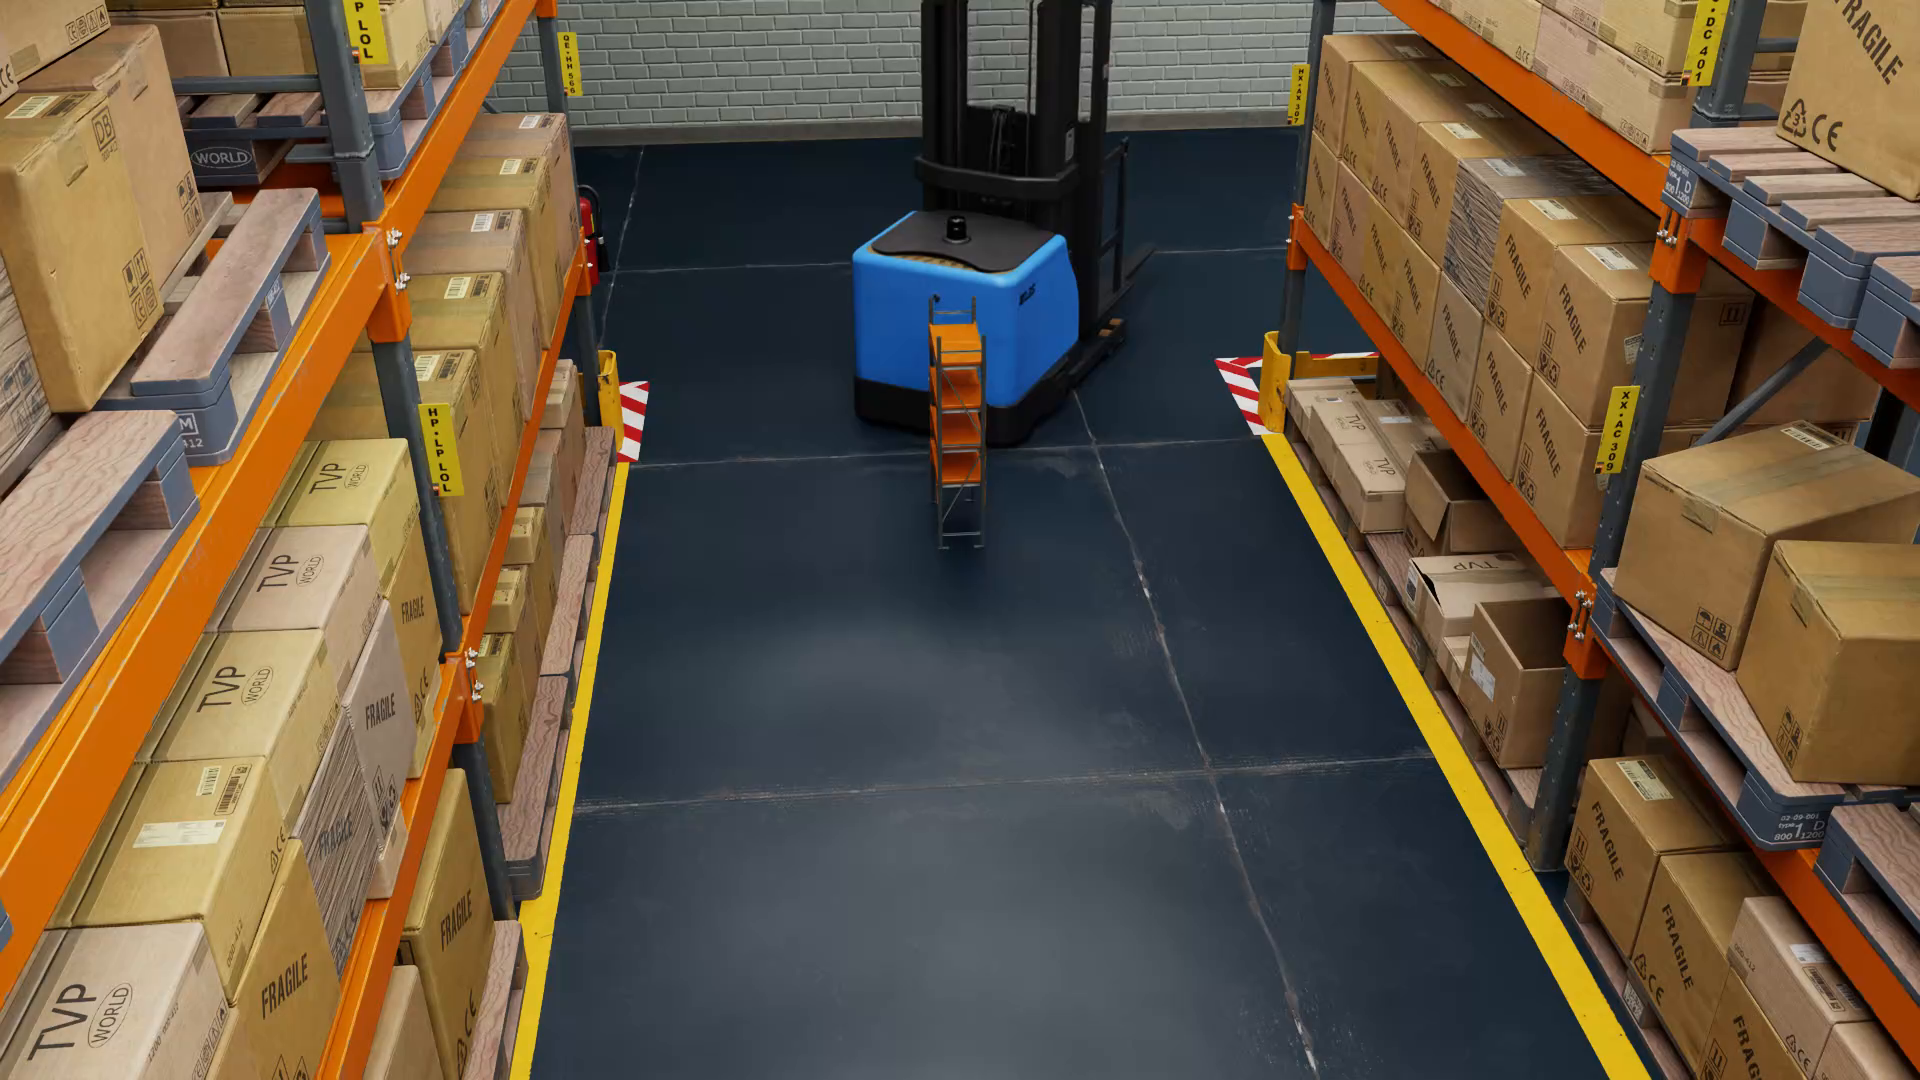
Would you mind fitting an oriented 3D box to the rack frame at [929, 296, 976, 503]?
[{"bbox_3d":[-0.038,-0.724,8.792,0.240,1.200,0.015,-3,31,-5],"label":"rack frame"}]

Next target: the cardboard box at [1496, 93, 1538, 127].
[{"bbox_3d":[2.797,-1.805,7.774,0.500,0.500,0.500,-2,31,-3],"label":"cardboard box"}]

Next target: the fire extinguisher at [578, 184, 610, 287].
[{"bbox_3d":[-2.106,-1.736,9.170,0.296,0.674,0.183,-3,31,-5],"label":"fire extinguisher"}]

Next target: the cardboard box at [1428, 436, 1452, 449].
[{"bbox_3d":[2.735,-0.325,8.622,0.500,0.250,0.500,-3,31,-5],"label":"cardboard box"}]

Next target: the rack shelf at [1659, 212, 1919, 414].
[{"bbox_3d":[2.941,0.015,3.576,1.077,0.370,4.000,-3,31,-5],"label":"rack shelf"}]

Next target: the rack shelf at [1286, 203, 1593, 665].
[{"bbox_3d":[2.567,-0.739,7.764,1.077,0.370,4.000,-3,31,-5],"label":"rack shelf"}]

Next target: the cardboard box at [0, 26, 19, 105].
[{"bbox_3d":[-2.160,-0.893,3.136,0.500,0.250,0.500,-4,31,-6],"label":"cardboard box"}]

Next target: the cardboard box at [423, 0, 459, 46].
[{"bbox_3d":[-2.013,-1.861,5.654,0.500,0.250,0.500,-3,31,-6],"label":"cardboard box"}]

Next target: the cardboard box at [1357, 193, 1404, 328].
[{"bbox_3d":[2.257,-1.353,7.993,0.500,0.500,0.500,-3,31,-5],"label":"cardboard box"}]

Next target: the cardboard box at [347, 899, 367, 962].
[{"bbox_3d":[-1.798,0.993,4.388,0.380,0.149,0.250,-3,31,-5],"label":"cardboard box"}]

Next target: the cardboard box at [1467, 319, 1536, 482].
[{"bbox_3d":[2.402,-0.576,6.692,0.500,0.500,0.500,-2,31,-3],"label":"cardboard box"}]

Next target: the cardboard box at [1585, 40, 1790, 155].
[{"bbox_3d":[2.444,-1.486,5.534,0.500,0.250,0.500,-3,31,-5],"label":"cardboard box"}]

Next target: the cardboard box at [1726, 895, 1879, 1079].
[{"bbox_3d":[2.650,1.305,4.918,0.500,0.250,0.500,-3,31,-4],"label":"cardboard box"}]

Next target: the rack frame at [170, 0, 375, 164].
[{"bbox_3d":[-2.178,-2.363,3.931,1.000,3.000,0.127,-3,31,-5],"label":"rack frame"}]

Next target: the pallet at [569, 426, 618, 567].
[{"bbox_3d":[-2.399,-0.228,8.926,1.003,0.211,1.213,-3,31,-5],"label":"pallet"}]

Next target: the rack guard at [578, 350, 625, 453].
[{"bbox_3d":[-2.554,-0.769,9.550,1.175,0.500,0.348,-3,31,-5],"label":"rack guard"}]

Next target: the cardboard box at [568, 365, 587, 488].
[{"bbox_3d":[-2.387,-0.584,8.831,0.700,0.500,0.500,-3,31,-5],"label":"cardboard box"}]

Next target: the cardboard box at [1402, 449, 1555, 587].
[{"bbox_3d":[2.573,-0.103,8.003,0.797,0.503,0.637,-3,31,-5],"label":"cardboard box"}]

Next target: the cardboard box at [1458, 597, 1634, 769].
[{"bbox_3d":[2.418,0.580,6.862,0.500,0.500,0.500,-3,31,-5],"label":"cardboard box"}]

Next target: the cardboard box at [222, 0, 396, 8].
[{"bbox_3d":[-1.965,-1.934,5.045,0.500,0.500,0.500,-3,31,-5],"label":"cardboard box"}]

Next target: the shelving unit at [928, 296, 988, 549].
[{"bbox_3d":[-0.015,-0.600,8.584,0.258,1.200,0.503,-3,31,-5],"label":"shelving unit"}]

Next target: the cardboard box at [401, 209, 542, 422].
[{"bbox_3d":[-2.353,-0.938,7.103,0.980,0.700,0.700,-4,31,-7],"label":"cardboard box"}]

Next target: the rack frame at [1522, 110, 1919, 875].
[{"bbox_3d":[2.754,-0.027,5.870,1.000,3.000,0.127,-3,31,-5],"label":"rack frame"}]

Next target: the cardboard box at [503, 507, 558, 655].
[{"bbox_3d":[-2.235,0.200,7.519,0.700,0.500,0.500,-2,31,-3],"label":"cardboard box"}]

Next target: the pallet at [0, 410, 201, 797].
[{"bbox_3d":[-2.024,0.151,2.831,1.003,0.211,1.213,-1,31,-2],"label":"pallet"}]

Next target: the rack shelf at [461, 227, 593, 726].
[{"bbox_3d":[-2.365,-0.500,7.363,1.077,0.370,4.000,-3,31,-5],"label":"rack shelf"}]

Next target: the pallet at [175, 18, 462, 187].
[{"bbox_3d":[-2.244,-1.456,5.423,1.003,0.211,1.213,-3,31,-5],"label":"pallet"}]

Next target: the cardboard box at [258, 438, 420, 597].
[{"bbox_3d":[-1.879,-0.063,4.791,0.500,0.250,0.500,-2,31,-3],"label":"cardboard box"}]

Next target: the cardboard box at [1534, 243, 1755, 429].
[{"bbox_3d":[2.449,-0.745,5.999,0.500,0.500,0.500,-3,31,-4],"label":"cardboard box"}]

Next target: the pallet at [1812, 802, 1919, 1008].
[{"bbox_3d":[2.941,1.105,4.162,1.003,0.211,1.213,-3,31,-5],"label":"pallet"}]

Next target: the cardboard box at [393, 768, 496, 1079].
[{"bbox_3d":[-1.988,1.281,5.368,0.750,0.750,0.750,-2,31,-4],"label":"cardboard box"}]

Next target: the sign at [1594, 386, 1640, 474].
[{"bbox_3d":[2.214,-0.369,5.598,0.100,0.325,0.005,-3,31,-5],"label":"sign"}]

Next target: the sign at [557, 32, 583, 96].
[{"bbox_3d":[-2.010,-2.448,8.562,0.100,0.325,0.005,-3,31,-5],"label":"sign"}]

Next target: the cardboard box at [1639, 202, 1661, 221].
[{"bbox_3d":[2.941,-1.017,6.454,0.500,0.500,0.500,-4,31,-6],"label":"cardboard box"}]

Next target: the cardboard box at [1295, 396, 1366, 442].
[{"bbox_3d":[2.100,-0.684,9.304,0.380,0.166,0.250,-3,31,-5],"label":"cardboard box"}]

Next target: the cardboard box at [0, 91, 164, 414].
[{"bbox_3d":[-2.088,-0.572,3.330,0.700,0.500,0.500,-3,31,-6],"label":"cardboard box"}]

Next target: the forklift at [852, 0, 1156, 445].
[{"bbox_3d":[0.452,-2.540,10.144,1.130,2.935,3.031,13,33,21],"label":"forklift"}]

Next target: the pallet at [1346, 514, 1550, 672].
[{"bbox_3d":[2.574,0.195,8.217,1.003,0.211,1.213,-3,31,-5],"label":"pallet"}]

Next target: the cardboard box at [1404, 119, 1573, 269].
[{"bbox_3d":[2.306,-1.521,7.298,0.500,0.500,0.500,-3,31,-5],"label":"cardboard box"}]

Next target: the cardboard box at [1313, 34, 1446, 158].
[{"bbox_3d":[2.159,-2.302,8.607,0.500,0.500,0.500,-2,31,-3],"label":"cardboard box"}]

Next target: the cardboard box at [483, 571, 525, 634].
[{"bbox_3d":[-1.996,0.256,6.791,0.380,0.149,0.250,-2,31,-3],"label":"cardboard box"}]

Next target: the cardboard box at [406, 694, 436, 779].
[{"bbox_3d":[-1.817,0.598,5.049,0.380,0.149,0.250,-2,31,-4],"label":"cardboard box"}]

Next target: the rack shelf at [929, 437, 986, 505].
[{"bbox_3d":[-0.015,-0.371,8.720,0.258,0.148,0.480,-3,31,-5],"label":"rack shelf"}]

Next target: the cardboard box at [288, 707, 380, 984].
[{"bbox_3d":[-1.788,0.774,4.123,0.500,0.500,0.500,-3,31,-4],"label":"cardboard box"}]

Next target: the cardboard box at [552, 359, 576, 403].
[{"bbox_3d":[-2.193,-0.806,8.570,0.380,0.149,0.250,-3,31,-5],"label":"cardboard box"}]

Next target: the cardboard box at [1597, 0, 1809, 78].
[{"bbox_3d":[2.438,-1.700,5.405,0.500,0.250,0.500,-3,31,-5],"label":"cardboard box"}]

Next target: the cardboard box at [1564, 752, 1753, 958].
[{"bbox_3d":[2.556,1.116,5.965,0.500,0.500,0.500,-4,31,-7],"label":"cardboard box"}]

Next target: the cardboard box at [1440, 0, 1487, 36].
[{"bbox_3d":[2.310,-2.252,6.816,0.500,0.250,0.500,-3,31,-5],"label":"cardboard box"}]
